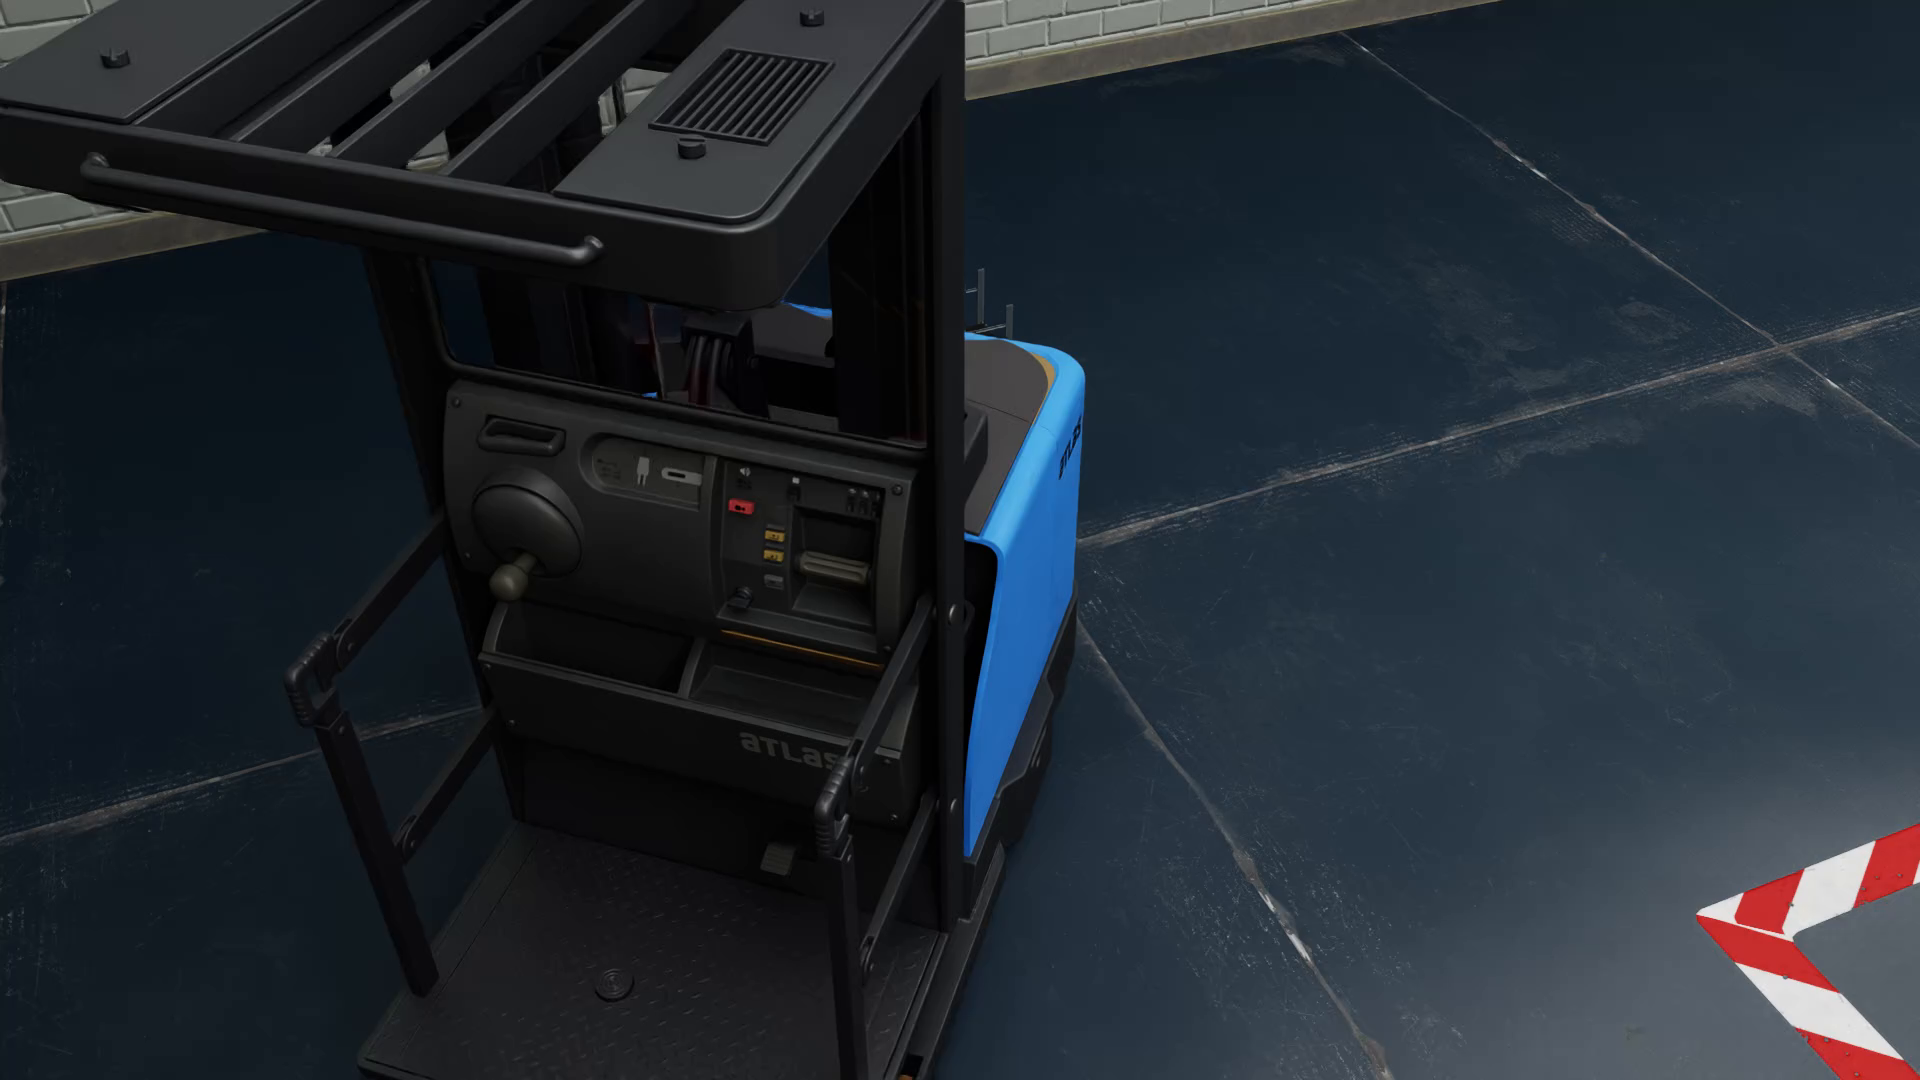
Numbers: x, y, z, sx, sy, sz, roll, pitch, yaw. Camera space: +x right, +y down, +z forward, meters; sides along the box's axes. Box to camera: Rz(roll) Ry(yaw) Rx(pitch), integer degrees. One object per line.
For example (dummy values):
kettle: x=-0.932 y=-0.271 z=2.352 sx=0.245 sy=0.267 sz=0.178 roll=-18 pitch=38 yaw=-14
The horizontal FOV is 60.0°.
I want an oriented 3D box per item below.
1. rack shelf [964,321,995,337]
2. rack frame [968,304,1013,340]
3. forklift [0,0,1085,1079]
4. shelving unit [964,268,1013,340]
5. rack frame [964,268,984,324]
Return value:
rack shelf: x=-0.003 y=-0.526 z=4.808 sx=0.258 sy=0.077 sz=0.200 roll=-15 pitch=43 yaw=-17
rack frame: x=0.036 y=-0.285 z=4.891 sx=0.240 sy=0.900 sz=0.006 roll=-15 pitch=43 yaw=-17
forklift: x=-0.600 y=0.053 z=2.940 sx=1.130 sy=2.935 sz=3.031 roll=12 pitch=42 yaw=13
shelving unit: x=-0.003 y=-0.346 z=4.962 sx=0.258 sy=0.900 sz=0.210 roll=-15 pitch=43 yaw=-17
rack frame: x=-0.042 y=-0.407 z=5.034 sx=0.240 sy=0.900 sz=0.006 roll=-15 pitch=43 yaw=-17
